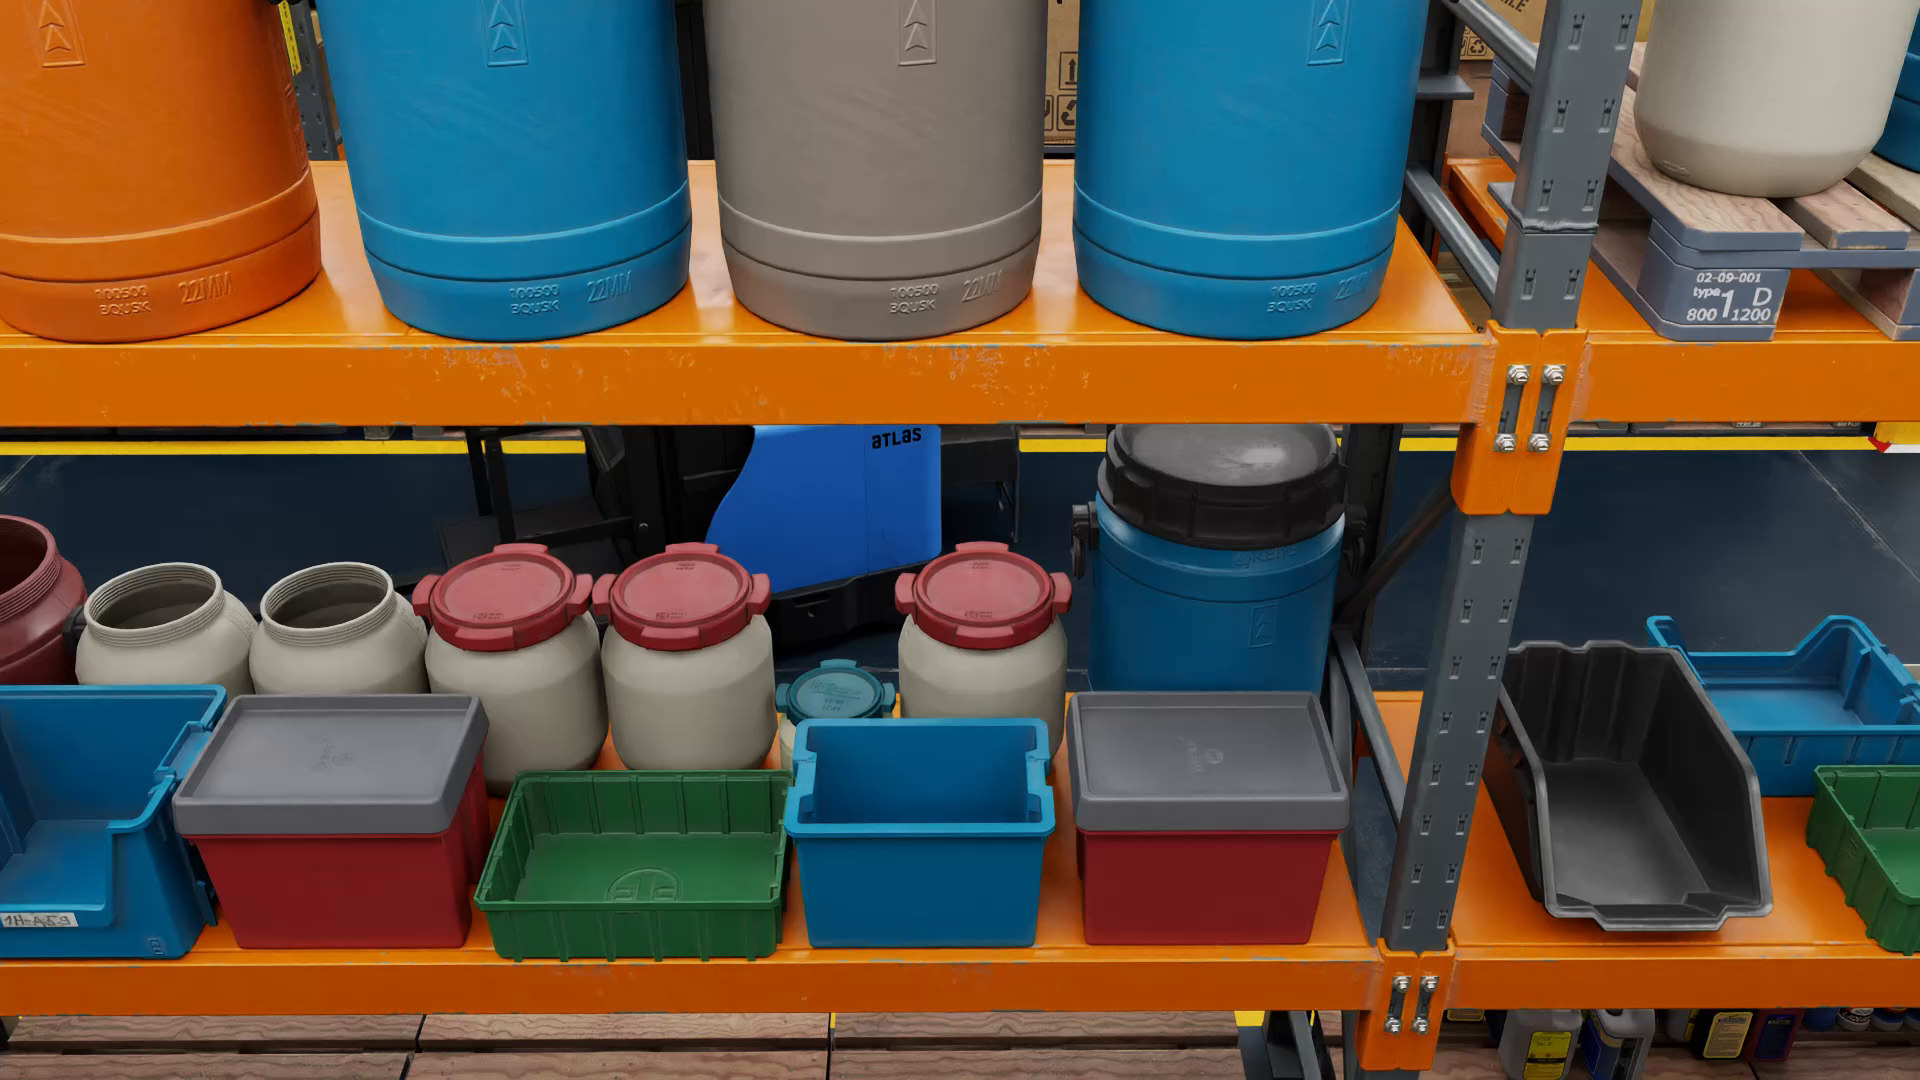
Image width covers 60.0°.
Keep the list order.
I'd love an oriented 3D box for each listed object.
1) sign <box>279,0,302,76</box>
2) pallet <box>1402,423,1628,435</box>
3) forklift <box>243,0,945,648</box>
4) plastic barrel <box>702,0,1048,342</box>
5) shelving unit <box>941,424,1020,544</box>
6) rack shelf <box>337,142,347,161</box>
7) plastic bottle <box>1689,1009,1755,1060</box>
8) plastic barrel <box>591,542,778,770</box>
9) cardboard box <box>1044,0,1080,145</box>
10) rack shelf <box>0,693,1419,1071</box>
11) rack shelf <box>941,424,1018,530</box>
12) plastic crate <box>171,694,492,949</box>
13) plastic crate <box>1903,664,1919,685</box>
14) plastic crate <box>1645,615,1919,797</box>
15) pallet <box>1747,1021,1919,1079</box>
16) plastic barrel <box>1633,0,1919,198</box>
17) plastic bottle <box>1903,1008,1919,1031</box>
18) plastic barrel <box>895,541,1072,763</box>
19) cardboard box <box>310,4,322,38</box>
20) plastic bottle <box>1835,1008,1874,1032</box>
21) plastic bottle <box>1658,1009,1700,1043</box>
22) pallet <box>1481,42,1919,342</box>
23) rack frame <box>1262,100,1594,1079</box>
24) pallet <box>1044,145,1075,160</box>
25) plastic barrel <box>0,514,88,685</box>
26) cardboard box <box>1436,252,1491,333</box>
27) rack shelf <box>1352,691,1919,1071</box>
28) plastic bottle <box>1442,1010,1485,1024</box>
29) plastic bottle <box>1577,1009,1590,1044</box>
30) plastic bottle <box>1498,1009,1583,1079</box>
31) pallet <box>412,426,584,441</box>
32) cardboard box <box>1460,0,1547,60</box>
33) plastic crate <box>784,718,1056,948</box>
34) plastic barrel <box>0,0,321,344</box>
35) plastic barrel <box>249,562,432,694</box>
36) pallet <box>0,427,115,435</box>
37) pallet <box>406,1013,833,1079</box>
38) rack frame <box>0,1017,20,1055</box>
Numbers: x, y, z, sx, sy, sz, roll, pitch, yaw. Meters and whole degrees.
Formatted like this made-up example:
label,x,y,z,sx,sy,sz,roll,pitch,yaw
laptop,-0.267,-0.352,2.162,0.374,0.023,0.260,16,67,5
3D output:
label,x,y,z,sx,sy,sz,roll,pitch,yaw
sign,-3.008,-2.260,7.466,0.005,0.325,0.100,0,31,0
pallet,2.880,-0.899,9.028,1.213,0.211,1.003,0,31,0
forklift,-1.634,-0.872,6.362,3.031,2.935,1.130,-12,33,-19
plastic barrel,-0.146,-0.876,2.928,0.600,0.901,0.600,0,31,0
shelving unit,-0.017,-0.959,7.306,0.503,2.100,0.431,-6,32,-9
rack shelf,-5.015,-1.739,8.418,4.000,0.370,1.077,0,31,0
plastic bottle,2.199,1.377,4.783,0.133,0.283,0.061,0,31,0
plastic barrel,-0.676,0.337,4.171,0.433,0.535,0.433,0,31,0
cardboard box,0.190,-2.571,8.113,1.000,1.000,1.000,0,31,0
rack shelf,-0.985,0.818,4.204,4.000,0.370,1.077,0,31,0
rack shelf,-0.017,-0.349,7.676,0.480,0.518,0.431,-6,32,-9
plastic crate,-1.367,0.643,3.737,0.583,0.464,0.402,0,31,0
plastic crate,2.637,0.480,4.321,0.437,0.136,0.530,0,31,0
plastic crate,2.120,0.423,4.304,0.616,0.251,0.499,0,31,0
pallet,2.910,1.710,4.727,1.213,0.211,1.003,0,31,0
plastic barrel,1.447,-0.905,2.946,0.421,0.512,0.421,0,31,0
plastic bottle,2.858,1.315,4.897,0.097,0.271,0.097,0,31,0
plastic barrel,0.057,0.335,4.175,0.433,0.535,0.433,0,31,0
cardboard box,-4.639,-3.918,12.598,0.500,0.250,0.500,1,31,1
plastic bottle,2.658,1.346,4.914,0.097,0.201,0.097,0,31,0
plastic bottle,2.172,1.295,4.853,0.185,0.351,0.144,0,31,-1
pallet,1.736,-0.751,3.386,1.003,0.211,1.213,0,31,0
rack frame,1.015,0.504,4.028,0.127,3.000,1.000,0,31,0
pallet,0.220,-2.056,8.432,1.213,0.211,1.003,0,31,0
plastic barrel,-2.522,0.300,4.233,0.708,0.536,0.600,0,31,0
cardboard box,2.579,-1.205,8.849,0.500,0.500,0.500,-3,31,-5
rack shelf,3.015,0.805,4.224,4.000,0.370,1.077,0,31,0
plastic bottle,1.494,1.305,4.902,0.133,0.283,0.061,1,31,2
plastic bottle,1.849,1.296,4.851,0.185,0.351,0.144,-2,31,-3
plastic bottle,1.658,1.372,4.727,0.185,0.351,0.144,0,31,0
pallet,-2.233,-0.862,8.967,1.213,0.211,1.003,0,31,0
cardboard box,2.437,-2.536,7.690,0.500,0.500,0.500,0,31,0
plastic crate,-0.086,0.676,3.760,0.575,0.384,0.392,0,31,0
plastic barrel,-1.508,-0.842,2.939,0.708,0.830,0.600,0,31,0
plastic barrel,-1.536,0.353,4.168,0.421,0.512,0.421,0,31,0
pallet,-5.020,-0.895,9.021,1.213,0.211,1.003,0,31,0
pallet,-0.993,1.724,4.705,1.213,0.211,1.003,0,31,0
rack frame,-2.985,0.517,4.007,0.127,3.000,1.000,0,31,0
